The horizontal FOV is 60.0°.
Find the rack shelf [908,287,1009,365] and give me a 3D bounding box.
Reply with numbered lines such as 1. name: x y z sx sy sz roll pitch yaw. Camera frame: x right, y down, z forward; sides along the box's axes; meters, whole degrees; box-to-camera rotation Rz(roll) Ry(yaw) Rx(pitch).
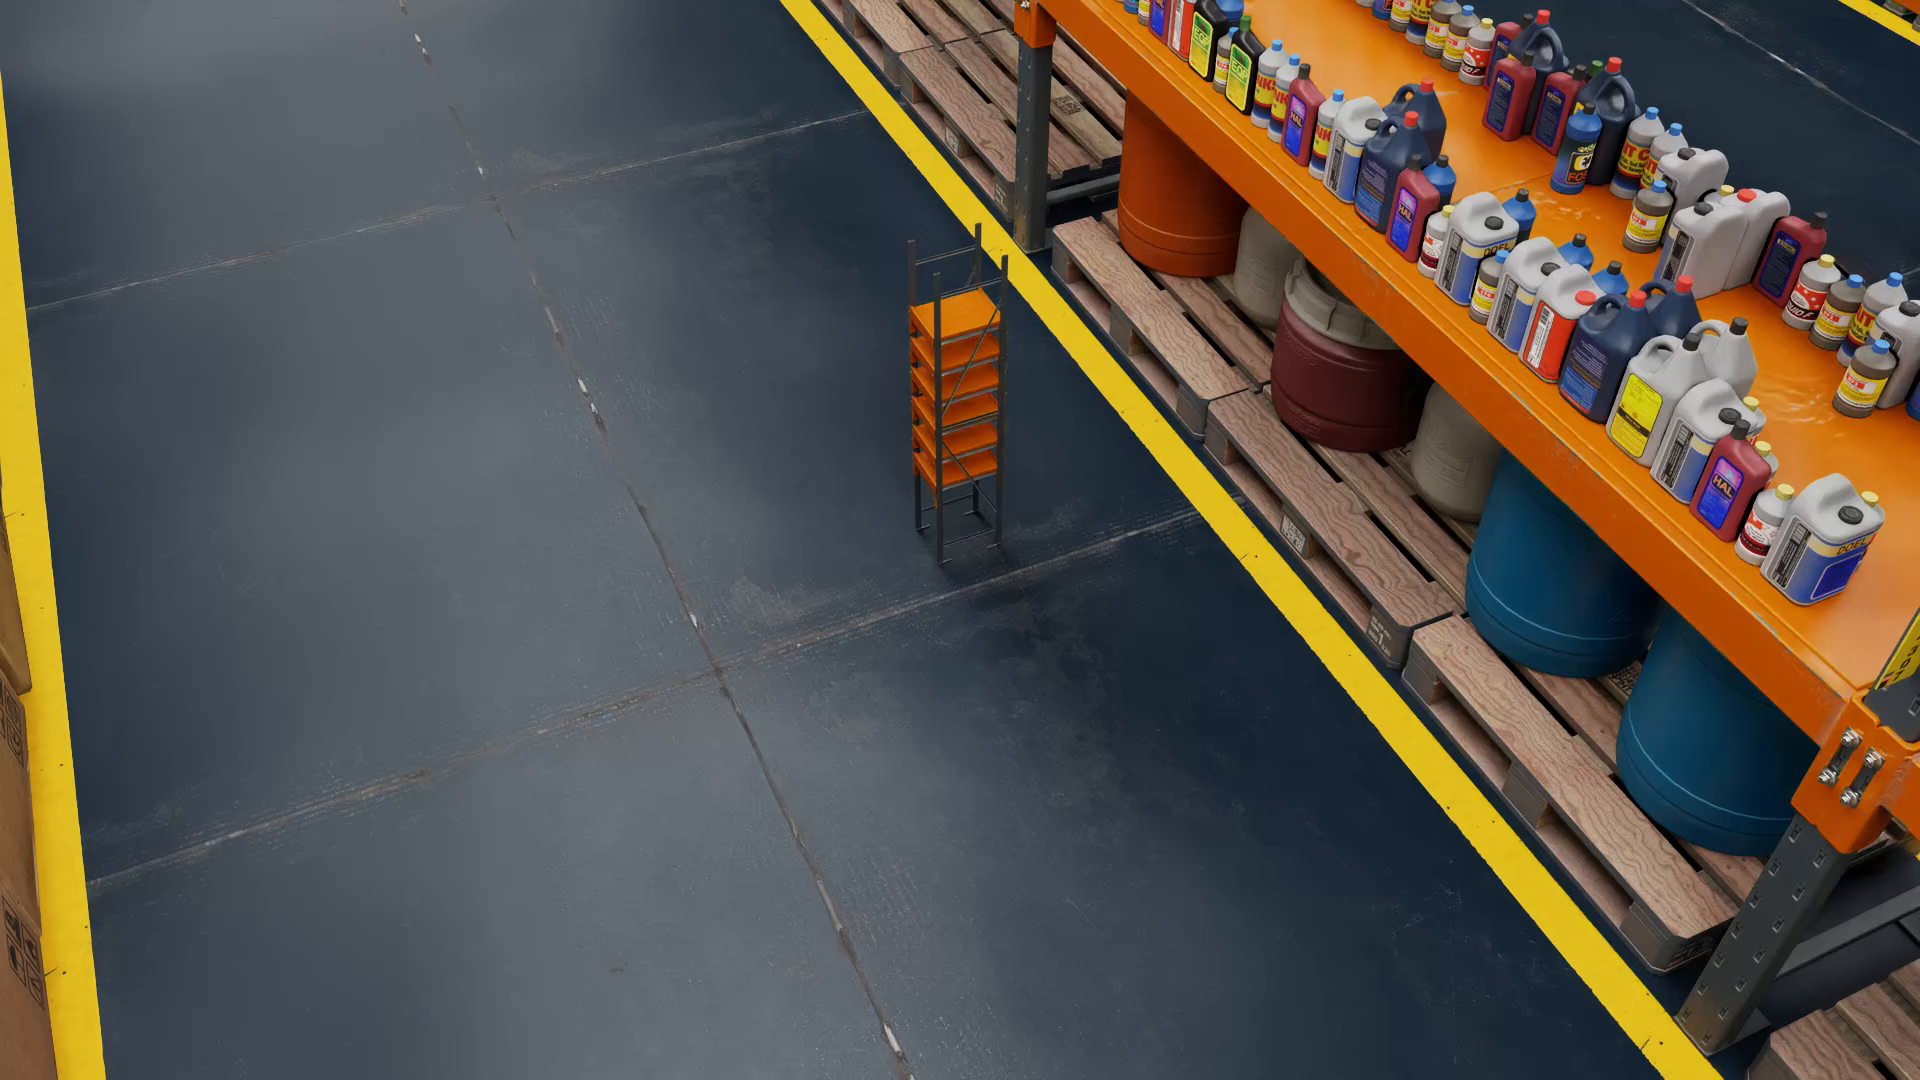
1. rack shelf: -0.006 -0.661 5.116 0.258 0.103 0.180 -18 47 -17

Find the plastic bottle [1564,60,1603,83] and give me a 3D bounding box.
1. plastic bottle: 1.875 -1.336 5.052 0.061 0.283 0.133 -18 47 -17

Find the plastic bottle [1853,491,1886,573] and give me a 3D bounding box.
1. plastic bottle: 2.031 -0.025 3.781 0.097 0.201 0.097 0 45 0

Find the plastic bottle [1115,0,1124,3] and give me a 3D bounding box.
1. plastic bottle: 0.592 -2.025 5.755 0.152 0.276 0.135 -18 47 -17

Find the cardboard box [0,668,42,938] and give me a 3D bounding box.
1. cardboard box: -3.152 0.645 4.174 1.225 0.875 0.875 -18 47 -17

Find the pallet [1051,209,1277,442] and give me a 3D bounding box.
1. pallet: 1.072 -0.958 6.571 1.003 0.211 1.213 -18 47 -17

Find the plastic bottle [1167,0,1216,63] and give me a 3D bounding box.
1. plastic bottle: 0.786 -1.730 5.456 0.152 0.276 0.135 -18 47 -17

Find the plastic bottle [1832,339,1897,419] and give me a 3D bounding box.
1. plastic bottle: 2.277 -0.413 4.174 0.097 0.201 0.097 0 45 0

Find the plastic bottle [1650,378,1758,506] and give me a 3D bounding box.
1. plastic bottle: 1.772 -0.236 3.942 0.152 0.276 0.135 -18 47 -17

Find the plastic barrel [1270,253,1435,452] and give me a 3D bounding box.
1. plastic barrel: 1.399 -0.705 5.747 0.600 0.588 0.708 -18 47 -17

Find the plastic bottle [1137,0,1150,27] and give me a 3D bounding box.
1. plastic bottle: 0.656 -1.855 5.636 0.097 0.201 0.097 0 45 0

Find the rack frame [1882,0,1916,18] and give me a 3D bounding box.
1. rack frame: 5.199 -3.901 7.568 1.000 3.000 0.127 -18 47 -17

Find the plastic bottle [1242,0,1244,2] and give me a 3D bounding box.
1. plastic bottle: 0.892 -1.753 5.532 0.097 0.201 0.097 0 45 0

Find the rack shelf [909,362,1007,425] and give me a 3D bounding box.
1. rack shelf: -0.006 -0.490 5.285 0.258 0.103 0.180 -18 47 -17

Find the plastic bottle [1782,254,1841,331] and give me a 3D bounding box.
1. plastic bottle: 2.276 -0.668 4.432 0.097 0.201 0.097 0 45 0

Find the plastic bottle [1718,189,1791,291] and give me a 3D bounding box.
1. plastic bottle: 2.147 -0.845 4.559 0.152 0.276 0.135 -18 47 -17

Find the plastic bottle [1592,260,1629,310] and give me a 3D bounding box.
1. plastic bottle: 1.666 -0.604 4.319 0.097 0.271 0.097 0 45 0

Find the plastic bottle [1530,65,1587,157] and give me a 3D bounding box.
1. plastic bottle: 1.819 -1.318 5.033 0.061 0.283 0.133 -18 47 -17

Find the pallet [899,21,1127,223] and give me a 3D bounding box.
1. pallet: 0.412 -1.953 7.579 1.003 0.211 1.213 -18 47 -17

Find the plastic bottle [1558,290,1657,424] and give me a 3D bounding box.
1. plastic bottle: 1.624 -0.481 4.137 0.144 0.351 0.185 -18 47 -17

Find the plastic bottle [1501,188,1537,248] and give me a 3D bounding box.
1. plastic bottle: 1.511 -0.838 4.555 0.097 0.271 0.097 0 45 0

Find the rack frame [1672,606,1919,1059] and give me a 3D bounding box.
1. rack frame: 2.385 0.108 3.505 1.000 3.000 0.127 -18 47 -17

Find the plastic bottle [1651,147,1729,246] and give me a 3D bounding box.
1. plastic bottle: 2.049 -0.993 4.709 0.152 0.276 0.135 -18 47 -17

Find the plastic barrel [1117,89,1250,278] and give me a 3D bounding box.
1. plastic barrel: 0.924 -1.511 6.392 0.600 0.830 0.708 -18 47 -17

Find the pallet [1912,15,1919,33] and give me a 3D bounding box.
1. pallet: 5.478 -2.422 8.054 1.003 0.211 1.213 -18 47 -17

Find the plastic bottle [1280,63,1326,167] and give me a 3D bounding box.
1. plastic bottle: 1.036 -1.278 4.993 0.061 0.283 0.133 -18 47 -17

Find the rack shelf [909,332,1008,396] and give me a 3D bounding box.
1. rack shelf: -0.006 -0.576 5.201 0.258 0.103 0.180 -18 47 -17

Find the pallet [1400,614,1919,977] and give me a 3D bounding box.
1. pallet: 2.098 0.597 4.995 1.003 0.211 1.213 -18 47 -17

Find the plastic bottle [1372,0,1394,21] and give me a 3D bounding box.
1. plastic bottle: 1.471 -1.913 5.645 0.097 0.271 0.097 0 45 0

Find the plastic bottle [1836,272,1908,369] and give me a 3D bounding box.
1. plastic bottle: 2.358 -0.568 4.282 0.097 0.271 0.097 0 45 0

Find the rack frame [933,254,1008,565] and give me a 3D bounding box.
1. rack frame: 0.032 -0.378 5.279 0.240 1.200 0.006 -18 47 -17

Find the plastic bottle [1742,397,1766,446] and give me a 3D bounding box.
1. plastic bottle: 1.878 -0.258 4.017 0.097 0.201 0.097 0 45 0

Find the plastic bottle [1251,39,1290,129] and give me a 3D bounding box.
1. plastic bottle: 0.963 -1.415 5.140 0.097 0.271 0.097 0 45 0

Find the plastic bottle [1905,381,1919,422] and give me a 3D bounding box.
1. plastic bottle: 2.456 -0.421 4.132 0.097 0.271 0.097 0 45 0

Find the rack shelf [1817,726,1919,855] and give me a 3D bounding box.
1. rack shelf: 3.226 1.639 2.466 1.077 0.370 4.000 -18 47 -17

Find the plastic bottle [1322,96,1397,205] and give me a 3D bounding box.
1. plastic bottle: 1.175 -1.142 4.860 0.152 0.276 0.135 -18 47 -17

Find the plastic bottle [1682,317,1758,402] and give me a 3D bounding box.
1. plastic bottle: 1.832 -0.406 4.061 0.144 0.351 0.185 -18 47 -17

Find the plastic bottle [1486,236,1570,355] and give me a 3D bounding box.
1. plastic bottle: 1.504 -0.643 4.354 0.152 0.276 0.135 -18 47 -17

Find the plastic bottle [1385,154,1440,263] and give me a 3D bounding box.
1. plastic bottle: 1.267 -0.927 4.637 0.061 0.283 0.133 -18 47 -17

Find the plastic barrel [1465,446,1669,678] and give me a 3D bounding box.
1. plastic barrel: 1.874 -0.097 4.908 0.600 0.901 0.708 -18 47 -17

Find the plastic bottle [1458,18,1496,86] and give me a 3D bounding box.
1. plastic bottle: 1.676 -1.578 5.355 0.097 0.201 0.097 0 45 0

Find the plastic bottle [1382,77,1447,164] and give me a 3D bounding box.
1. plastic bottle: 1.320 -1.196 4.861 0.144 0.351 0.185 -18 47 -17

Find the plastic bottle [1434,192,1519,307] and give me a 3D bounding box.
1. plastic bottle: 1.406 -0.791 4.504 0.152 0.276 0.135 -18 47 -17

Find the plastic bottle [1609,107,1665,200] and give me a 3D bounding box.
1. plastic bottle: 1.984 -1.135 4.856 0.097 0.271 0.097 0 45 0

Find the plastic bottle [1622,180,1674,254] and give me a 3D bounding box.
1. plastic bottle: 1.944 -0.918 4.686 0.097 0.201 0.097 0 45 0

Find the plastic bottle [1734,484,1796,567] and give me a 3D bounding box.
1. plastic bottle: 1.852 -0.042 3.799 0.097 0.201 0.097 0 45 0

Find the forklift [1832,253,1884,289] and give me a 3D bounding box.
1. forklift: 4.180 -1.052 4.730 1.130 2.935 3.031 -11 46 -11

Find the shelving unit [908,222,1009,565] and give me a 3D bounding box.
1. shelving unit: -0.006 -0.436 5.338 0.258 1.200 0.189 -18 47 -17

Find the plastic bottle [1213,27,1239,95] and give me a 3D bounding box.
1. plastic bottle: 0.866 -1.537 5.313 0.097 0.201 0.097 0 45 0

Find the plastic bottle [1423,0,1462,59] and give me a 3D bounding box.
1. plastic bottle: 1.594 -1.702 5.481 0.097 0.201 0.097 0 45 0

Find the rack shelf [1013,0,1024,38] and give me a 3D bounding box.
1. rack shelf: -0.138 -3.459 7.632 1.077 0.370 4.000 -18 47 -17
